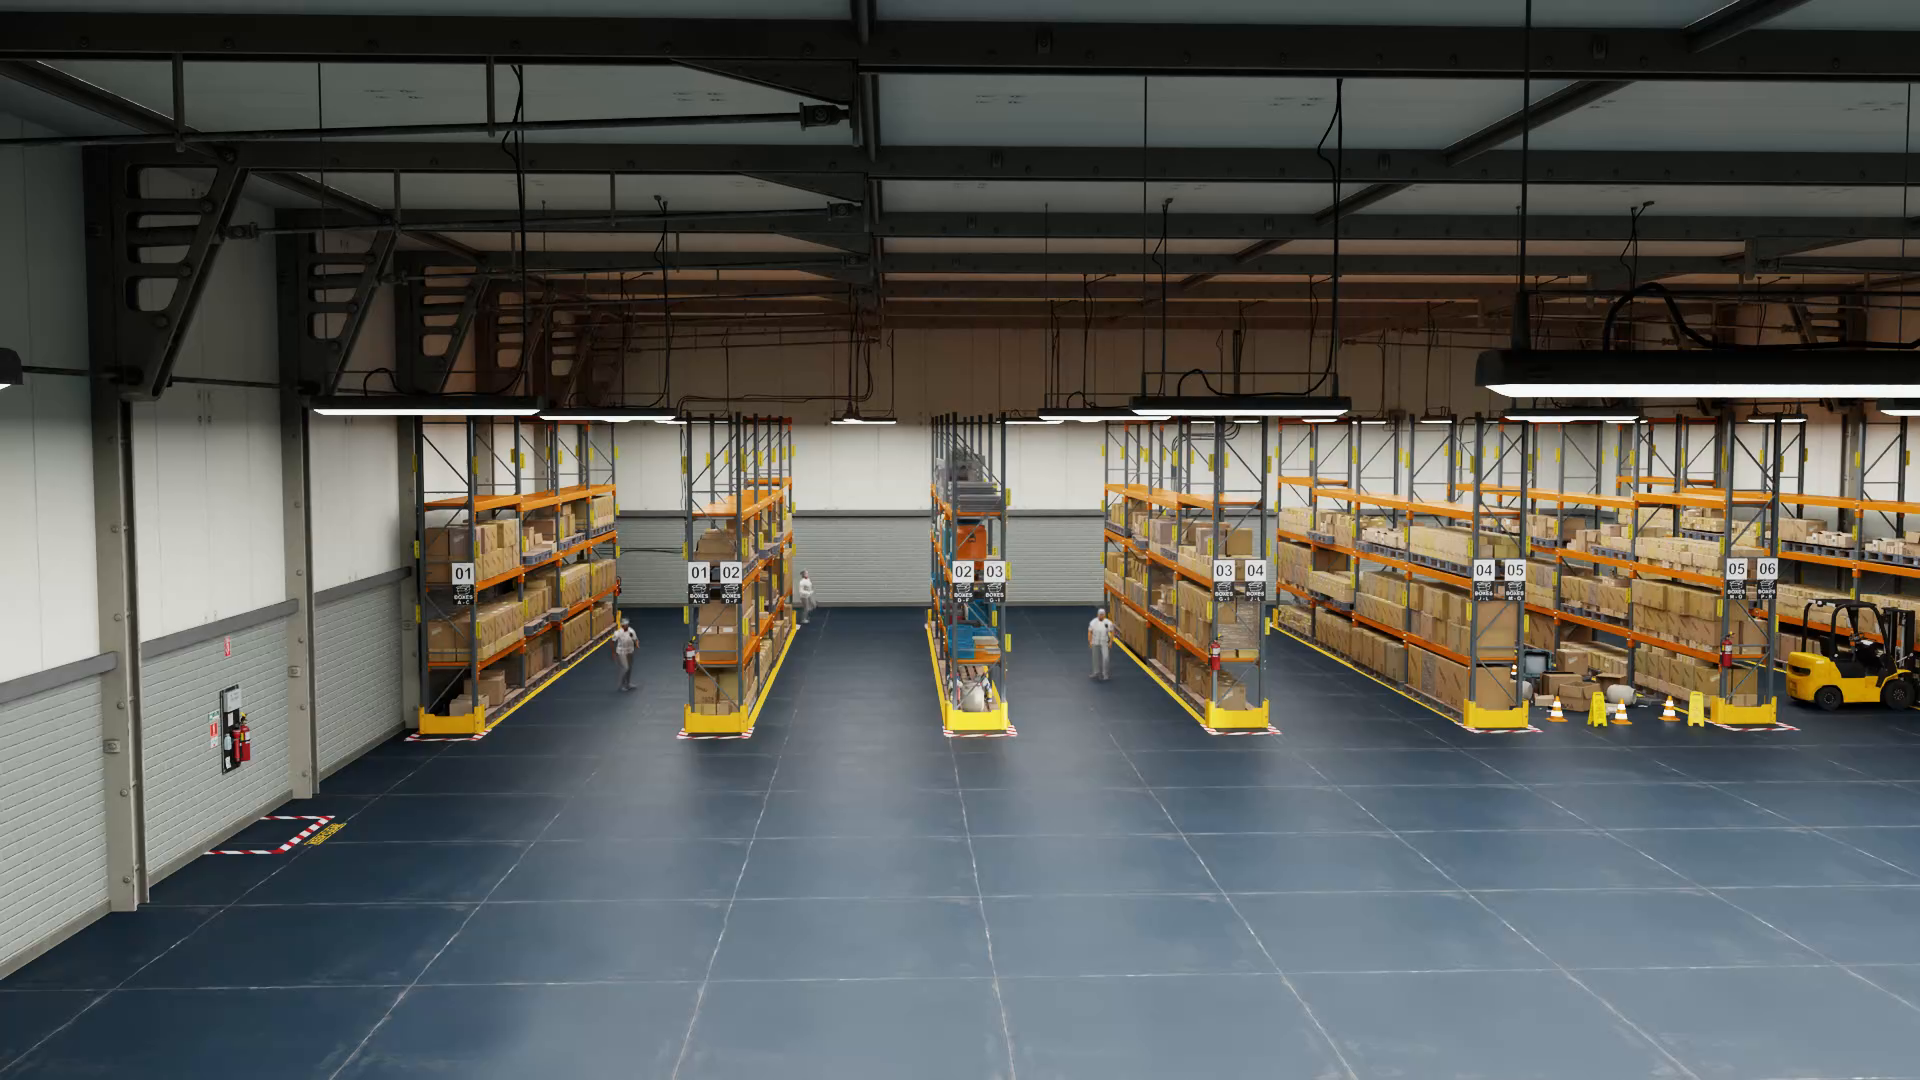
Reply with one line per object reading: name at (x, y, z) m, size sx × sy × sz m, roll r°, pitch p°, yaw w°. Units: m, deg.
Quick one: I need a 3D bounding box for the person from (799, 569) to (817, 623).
person at (-4.475, 1.625, 48.274) m, size 0.532 × 1.593 × 0.680 m, roll 2°, pitch 4°, yaw 22°

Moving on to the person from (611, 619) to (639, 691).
person at (-7.234, 2.499, 36.199) m, size 0.807 × 1.642 × 0.606 m, roll 4°, pitch 5°, yaw 43°

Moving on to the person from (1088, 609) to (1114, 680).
person at (3.209, 2.358, 37.828) m, size 0.598 × 1.621 × 0.650 m, roll 1°, pitch 4°, yaw 11°

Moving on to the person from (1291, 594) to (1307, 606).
person at (10.057, 1.517, 49.262) m, size 0.873 × 1.673 × 0.618 m, roll -1°, pitch 4°, yaw -20°
